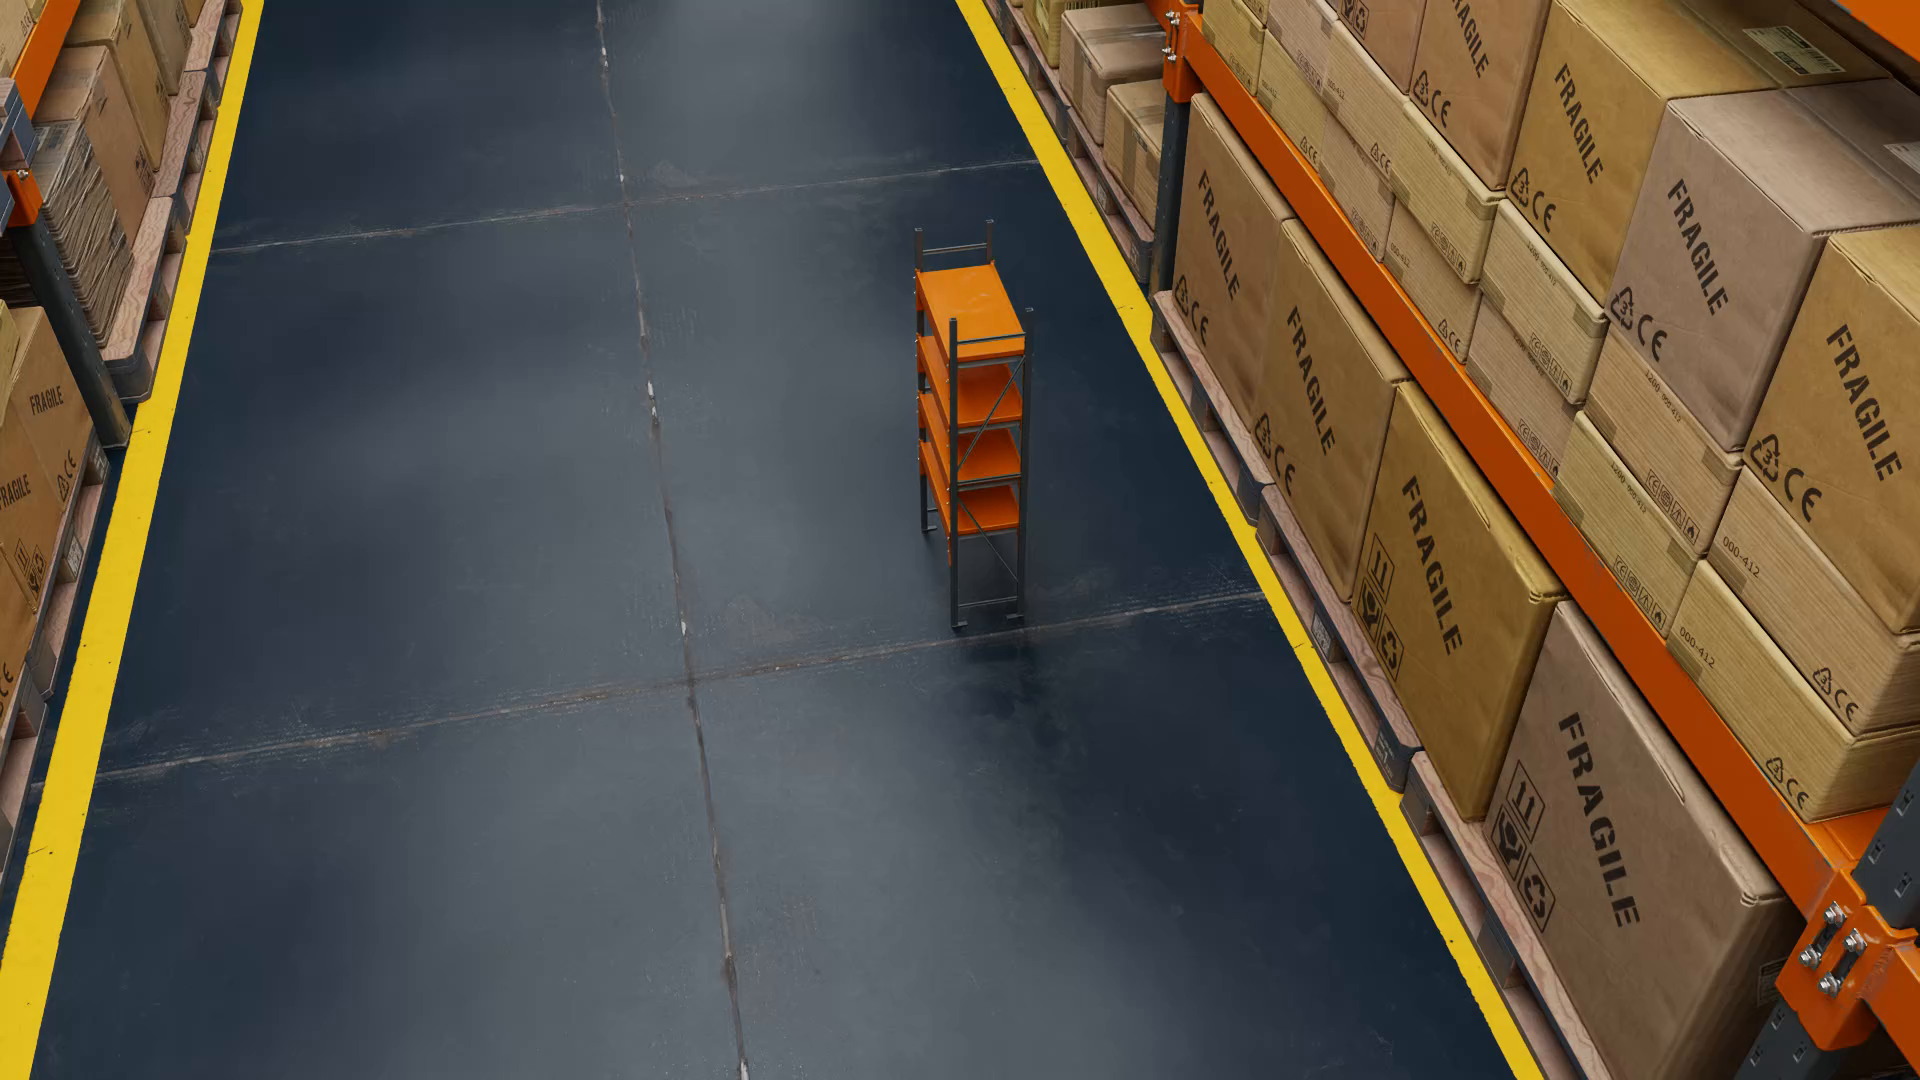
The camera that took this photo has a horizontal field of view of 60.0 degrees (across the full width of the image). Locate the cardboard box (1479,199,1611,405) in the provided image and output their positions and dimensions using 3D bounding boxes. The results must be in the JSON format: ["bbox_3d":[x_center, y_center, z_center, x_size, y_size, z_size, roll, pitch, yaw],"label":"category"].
[{"bbox_3d":[1.573,-0.588,3.889,0.500,0.250,0.500,-7,42,-8],"label":"cardboard box"}]

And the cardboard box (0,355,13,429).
[{"bbox_3d":[-3.127,-0.436,5.059,0.380,0.149,0.250,-10,43,-12],"label":"cardboard box"}]

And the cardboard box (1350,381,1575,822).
[{"bbox_3d":[1.724,0.115,4.646,0.875,0.875,0.875,-7,42,-8],"label":"cardboard box"}]

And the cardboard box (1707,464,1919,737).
[{"bbox_3d":[1.806,0.070,3.148,0.500,0.250,0.500,-8,42,-9],"label":"cardboard box"}]

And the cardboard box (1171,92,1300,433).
[{"bbox_3d":[1.343,-1.044,5.951,0.875,0.875,0.875,-9,42,-10],"label":"cardboard box"}]

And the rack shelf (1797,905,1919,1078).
[{"bbox_3d":[2.571,2.017,1.760,1.077,0.370,4.000,-8,42,-9],"label":"rack shelf"}]

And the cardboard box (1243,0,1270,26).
[{"bbox_3d":[1.144,-1.908,5.376,0.500,0.250,0.500,-9,42,-10],"label":"cardboard box"}]

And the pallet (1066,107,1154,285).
[{"bbox_3d":[1.108,-1.605,7.399,1.003,0.211,1.213,-8,42,-9],"label":"pallet"}]

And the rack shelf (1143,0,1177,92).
[{"bbox_3d":[0.844,-3.168,7.602,1.077,0.370,4.000,-8,42,-9],"label":"rack shelf"}]

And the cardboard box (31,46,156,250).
[{"bbox_3d":[-3.840,-1.525,6.681,0.875,0.625,0.625,-7,42,-8],"label":"cardboard box"}]

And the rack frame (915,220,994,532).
[{"bbox_3d":[-0.017,-0.500,5.409,0.240,1.200,0.015,-8,42,-9],"label":"rack frame"}]

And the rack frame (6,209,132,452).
[{"bbox_3d":[-3.570,-1.427,5.098,1.000,3.000,0.127,-8,42,-9],"label":"rack frame"}]

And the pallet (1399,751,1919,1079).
[{"bbox_3d":[1.899,1.005,4.458,1.003,0.211,1.213,-8,42,-9],"label":"pallet"}]

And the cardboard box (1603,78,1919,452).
[{"bbox_3d":[1.678,-0.547,3.279,0.500,0.500,0.500,-8,42,-8],"label":"cardboard box"}]

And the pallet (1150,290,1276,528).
[{"bbox_3d":[1.372,-0.576,6.240,1.003,0.211,1.213,-8,42,-9],"label":"pallet"}]

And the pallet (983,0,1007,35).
[{"bbox_3d":[0.582,-3.187,9.181,1.003,0.211,1.213,-8,42,-9],"label":"pallet"}]

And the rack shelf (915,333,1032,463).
[{"bbox_3d":[0.036,-0.458,5.127,0.258,0.148,0.480,-8,42,-9],"label":"rack shelf"}]

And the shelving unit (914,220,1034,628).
[{"bbox_3d":[0.036,-0.341,5.231,0.258,1.200,0.503,-8,42,-9],"label":"shelving unit"}]

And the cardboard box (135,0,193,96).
[{"bbox_3d":[-4.150,-2.448,7.721,0.875,0.625,0.625,-9,42,-10],"label":"cardboard box"}]

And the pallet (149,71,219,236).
[{"bbox_3d":[-3.970,-1.713,7.521,1.003,0.211,1.213,-8,42,-9],"label":"pallet"}]

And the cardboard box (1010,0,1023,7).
[{"bbox_3d":[0.686,-3.103,8.649,0.950,0.372,0.625,-6,42,-7],"label":"cardboard box"}]

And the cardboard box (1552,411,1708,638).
[{"bbox_3d":[1.687,-0.077,3.690,0.500,0.250,0.500,-9,42,-10],"label":"cardboard box"}]

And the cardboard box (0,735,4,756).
[{"bbox_3d":[-2.926,0.593,4.390,0.500,0.500,0.500,-10,43,-11],"label":"cardboard box"}]

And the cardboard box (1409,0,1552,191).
[{"bbox_3d":[1.462,-1.212,4.028,0.500,0.500,0.500,-8,42,-9],"label":"cardboard box"}]

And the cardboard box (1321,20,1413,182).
[{"bbox_3d":[1.350,-1.248,4.633,0.500,0.250,0.500,-8,42,-9],"label":"cardboard box"}]

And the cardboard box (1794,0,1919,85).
[{"bbox_3d":[2.082,-0.937,3.718,0.500,0.500,0.500,-9,42,-10],"label":"cardboard box"}]

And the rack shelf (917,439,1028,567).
[{"bbox_3d":[0.036,-0.143,5.407,0.258,0.148,0.480,-8,42,-9],"label":"rack shelf"}]

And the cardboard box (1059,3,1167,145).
[{"bbox_3d":[0.996,-2.160,7.587,0.950,0.372,0.625,-9,42,-10],"label":"cardboard box"}]

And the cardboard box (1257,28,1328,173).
[{"bbox_3d":[1.264,-1.401,5.182,0.500,0.250,0.500,-9,42,-11],"label":"cardboard box"}]

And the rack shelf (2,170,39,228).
[{"bbox_3d":[-3.139,0.138,3.877,1.077,0.370,4.000,-8,42,-9],"label":"rack shelf"}]

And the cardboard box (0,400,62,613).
[{"bbox_3d":[-3.171,-0.080,5.148,0.500,0.500,0.500,-9,42,-10],"label":"cardboard box"}]

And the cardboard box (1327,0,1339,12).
[{"bbox_3d":[1.260,-1.877,4.777,0.500,0.500,0.500,-8,42,-9],"label":"cardboard box"}]

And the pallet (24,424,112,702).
[{"bbox_3d":[-3.446,0.105,5.473,1.003,0.211,1.213,-8,42,-9],"label":"pallet"}]

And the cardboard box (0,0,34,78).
[{"bbox_3d":[-3.428,-1.694,5.512,0.500,0.250,0.500,-8,42,-9],"label":"cardboard box"}]

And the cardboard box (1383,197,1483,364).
[{"bbox_3d":[1.481,-0.741,4.438,0.500,0.250,0.500,-8,42,-9],"label":"cardboard box"}]
